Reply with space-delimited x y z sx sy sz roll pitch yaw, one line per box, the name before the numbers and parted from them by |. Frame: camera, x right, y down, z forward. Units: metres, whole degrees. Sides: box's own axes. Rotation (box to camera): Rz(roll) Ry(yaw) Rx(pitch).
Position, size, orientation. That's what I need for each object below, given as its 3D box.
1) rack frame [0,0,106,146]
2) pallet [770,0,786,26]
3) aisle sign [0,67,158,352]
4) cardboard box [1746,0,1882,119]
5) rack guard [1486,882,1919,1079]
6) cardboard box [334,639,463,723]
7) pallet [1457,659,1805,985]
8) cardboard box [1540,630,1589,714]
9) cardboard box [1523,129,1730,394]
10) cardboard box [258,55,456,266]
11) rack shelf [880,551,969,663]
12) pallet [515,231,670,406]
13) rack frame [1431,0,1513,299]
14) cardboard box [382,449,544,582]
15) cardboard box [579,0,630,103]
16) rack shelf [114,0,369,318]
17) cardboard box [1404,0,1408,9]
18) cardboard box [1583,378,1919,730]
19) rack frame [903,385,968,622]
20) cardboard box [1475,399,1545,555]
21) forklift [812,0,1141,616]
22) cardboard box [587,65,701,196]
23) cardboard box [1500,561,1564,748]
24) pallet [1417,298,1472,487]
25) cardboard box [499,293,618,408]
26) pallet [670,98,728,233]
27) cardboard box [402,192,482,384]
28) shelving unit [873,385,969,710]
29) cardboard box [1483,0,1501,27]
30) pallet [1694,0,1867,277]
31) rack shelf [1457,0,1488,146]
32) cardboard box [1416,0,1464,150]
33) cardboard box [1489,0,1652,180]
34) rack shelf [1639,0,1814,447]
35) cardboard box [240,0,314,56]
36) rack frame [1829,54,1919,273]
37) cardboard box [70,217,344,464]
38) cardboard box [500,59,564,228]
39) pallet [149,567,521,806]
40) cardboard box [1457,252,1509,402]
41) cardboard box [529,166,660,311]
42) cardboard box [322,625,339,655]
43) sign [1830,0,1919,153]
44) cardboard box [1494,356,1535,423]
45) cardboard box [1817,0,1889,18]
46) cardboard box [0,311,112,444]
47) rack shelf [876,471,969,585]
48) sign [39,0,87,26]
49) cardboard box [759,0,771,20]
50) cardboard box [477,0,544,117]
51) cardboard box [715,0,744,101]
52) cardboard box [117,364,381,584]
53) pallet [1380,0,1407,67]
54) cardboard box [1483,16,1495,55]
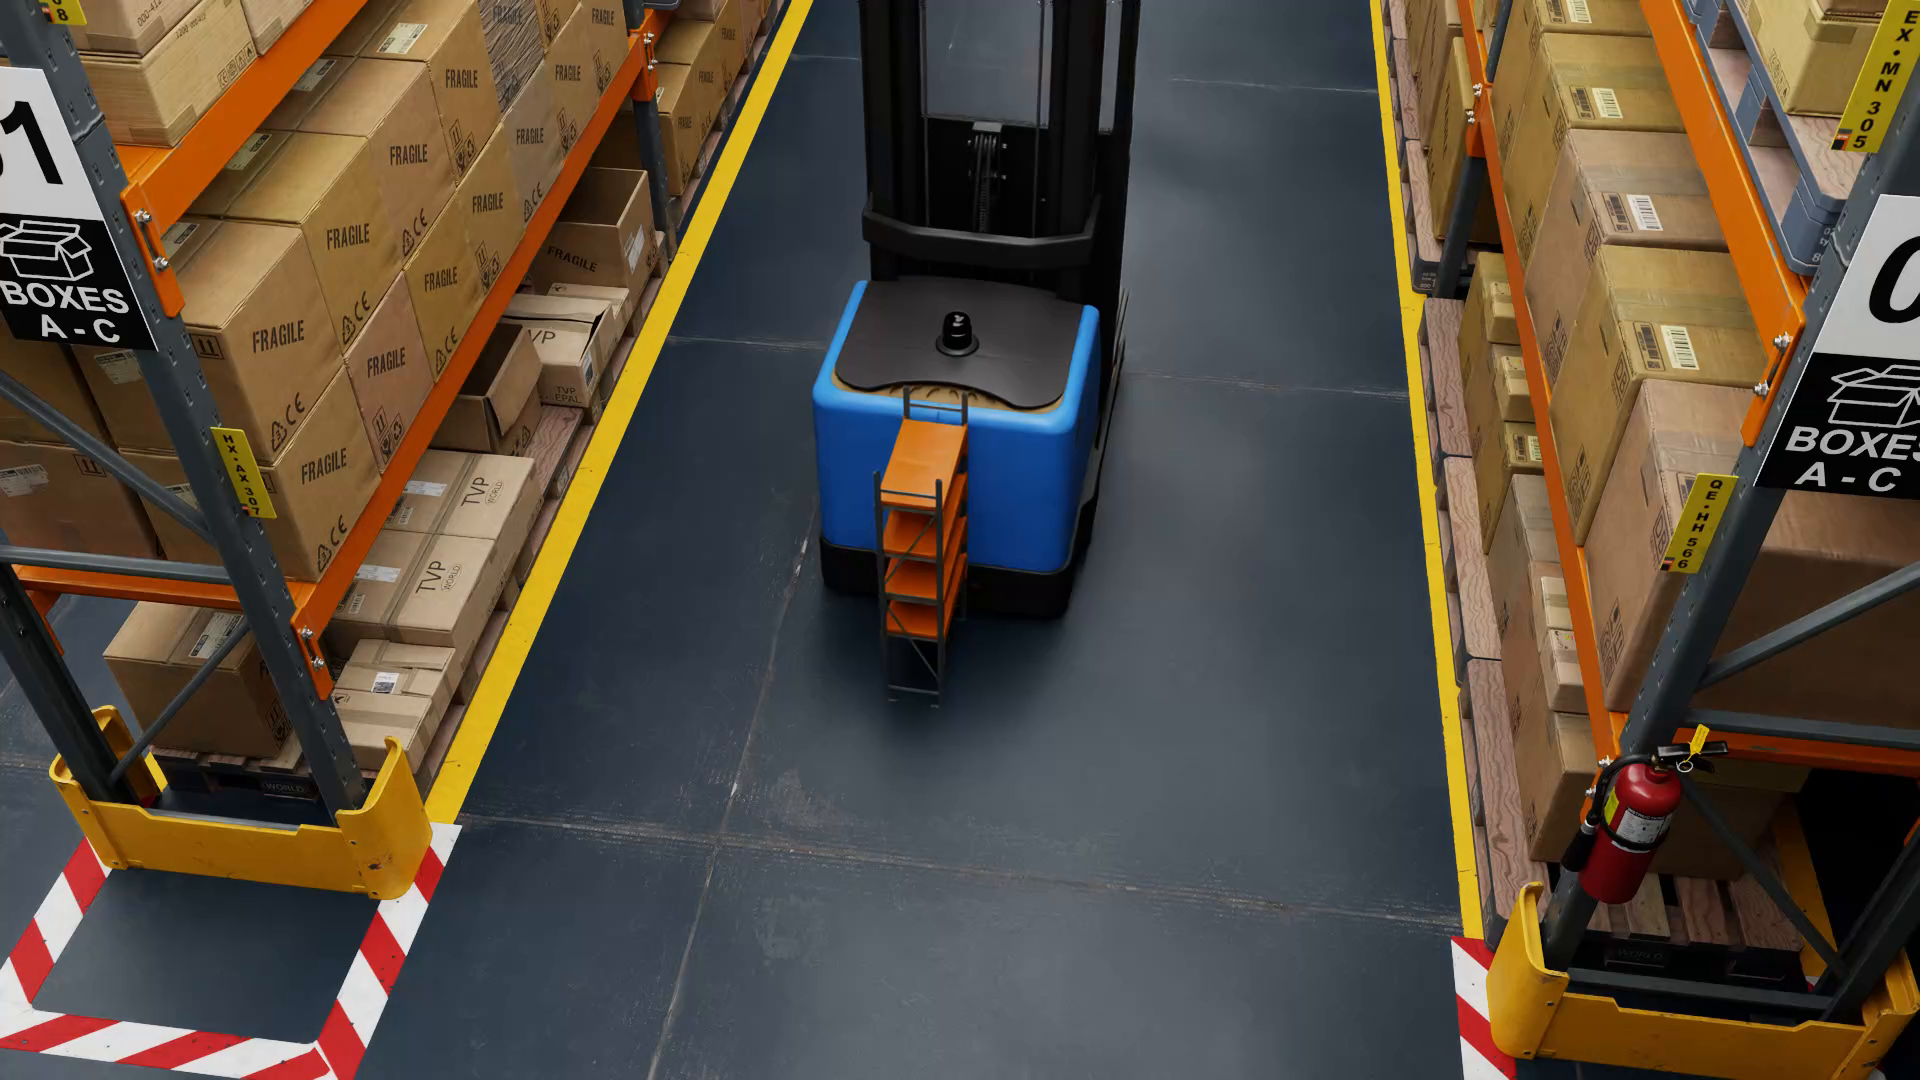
rack frame | -2.545 -2.098 2.943 1.000 3.000 0.127 5 44 6
pallet | -1.624 -3.854 11.189 1.003 0.211 1.213 5 44 6
aisle sign | -2.263 -0.791 4.035 0.394 0.787 0.004 5 44 6
cardboard box | 2.199 -1.219 3.927 0.500 0.250 0.500 6 44 7
rack guard | 2.362 1.452 5.375 1.175 0.500 0.348 5 44 6
cardboard box | -2.116 0.525 6.277 0.380 0.166 0.250 5 44 6
pallet | 2.394 0.988 6.075 1.003 0.211 1.213 5 44 6
cardboard box | 2.195 0.457 5.649 0.380 0.149 0.250 5 44 5
cardboard box | 2.618 -0.945 5.871 0.980 0.700 0.700 3 44 3
cardboard box | -2.092 -1.295 5.659 0.500 0.500 0.500 6 44 6
rack shelf | -0.136 0.243 6.530 0.258 0.148 0.480 7 44 8
pallet | -2.108 -1.166 8.350 1.003 0.211 1.213 5 44 6
rack frame | 2.894 -2.198 7.412 1.000 3.000 0.127 5 44 6
cardboard box | -2.060 -0.108 6.884 0.500 0.250 0.500 5 44 6
cardboard box | -1.828 -2.318 7.466 0.500 0.500 0.500 6 44 6
rack shelf | -2.281 -2.111 5.662 1.077 0.370 4.000 5 44 6
cardboard box | 3.196 -3.807 10.369 0.750 0.750 0.750 5 44 5
cardboard box | 2.423 0.070 4.798 0.980 0.700 0.700 7 44 7
rack frame | -0.091 -0.115 6.521 0.240 1.200 0.015 7 44 8
cardboard box | 2.554 -0.251 6.868 0.700 0.500 0.500 6 44 6
forklift | 0.196 -1.777 7.017 1.130 2.935 3.031 7 44 8
cardboard box | -1.711 -2.206 8.918 0.500 0.500 0.500 3 44 4
cardboard box | 2.425 0.456 6.122 0.700 0.500 0.500 5 44 5
pallet | 2.716 -0.675 7.831 1.003 0.211 1.213 5 44 6
cardboard box | -1.910 -0.904 7.681 0.500 0.311 0.500 5 44 6
pallet | -1.946 -2.191 9.433 1.003 0.211 1.213 5 44 6
cardboard box | -2.093 -0.929 5.999 0.500 0.500 0.500 5 44 5
shelving unit | -0.136 0.049 6.347 0.258 1.200 0.503 7 44 8
cardboard box | 2.706 -2.687 7.625 0.500 0.500 0.500 5 44 5
pallet | 2.453 -1.036 4.067 1.003 0.211 1.213 5 44 6
rack shelf | 3.159 -3.300 9.099 1.077 0.370 4.000 5 44 6
cardboard box | 2.966 -2.631 9.127 0.750 0.750 0.750 6 44 7
cardboard box | 2.807 -1.939 6.920 0.980 0.700 0.700 6 44 6
rack shelf | 2.630 -1.663 5.189 1.077 0.370 4.000 5 44 6
cardboard box | -2.146 -1.621 4.730 0.500 0.250 0.500 5 44 6
rack frame | 2.366 -1.651 2.471 1.000 3.000 0.127 5 44 6
cardboard box | -2.225 -0.598 4.922 0.500 0.500 0.500 6 44 7
cardboard box | -1.960 -1.617 6.725 0.500 0.500 0.500 6 44 6
pallet | -2.431 0.497 6.594 1.003 0.211 1.213 5 44 6
cardboard box | 2.694 -0.943 7.599 0.700 0.500 0.500 6 44 6
cardboard box | -1.810 -1.484 8.156 0.500 0.500 0.500 5 44 6
cardboard box | -2.575 0.288 6.527 0.380 0.166 0.250 5 44 6
sign | 1.830 -0.913 3.287 0.100 0.325 0.005 5 44 6
cardboard box | 2.399 -0.606 6.771 0.380 0.149 0.250 4 44 4
cardboard box | 2.192 -1.492 3.670 0.500 0.500 0.500 5 44 5
cardboard box | -2.759 -0.648 4.975 0.500 0.500 0.500 5 44 5
rack shelf | -0.136 -0.064 6.240 0.258 0.148 0.480 7 44 8
sign | -2.007 -1.277 3.622 0.100 0.325 0.005 5 44 6
cardboard box | -1.447 -3.613 10.404 0.500 0.500 0.500 4 44 4
cardboard box | -1.958 -1.984 6.386 0.500 0.500 0.500 6 44 6
cardboard box | -1.578 -2.910 9.662 0.500 0.500 0.500 6 44 6
cardboard box | -2.225 -0.235 5.266 0.500 0.500 0.500 6 44 6
pallet | 3.244 -3.381 10.690 1.003 0.211 1.213 5 44 6
cardboard box | 2.659 -2.371 7.762 0.380 0.149 0.250 6 44 6
